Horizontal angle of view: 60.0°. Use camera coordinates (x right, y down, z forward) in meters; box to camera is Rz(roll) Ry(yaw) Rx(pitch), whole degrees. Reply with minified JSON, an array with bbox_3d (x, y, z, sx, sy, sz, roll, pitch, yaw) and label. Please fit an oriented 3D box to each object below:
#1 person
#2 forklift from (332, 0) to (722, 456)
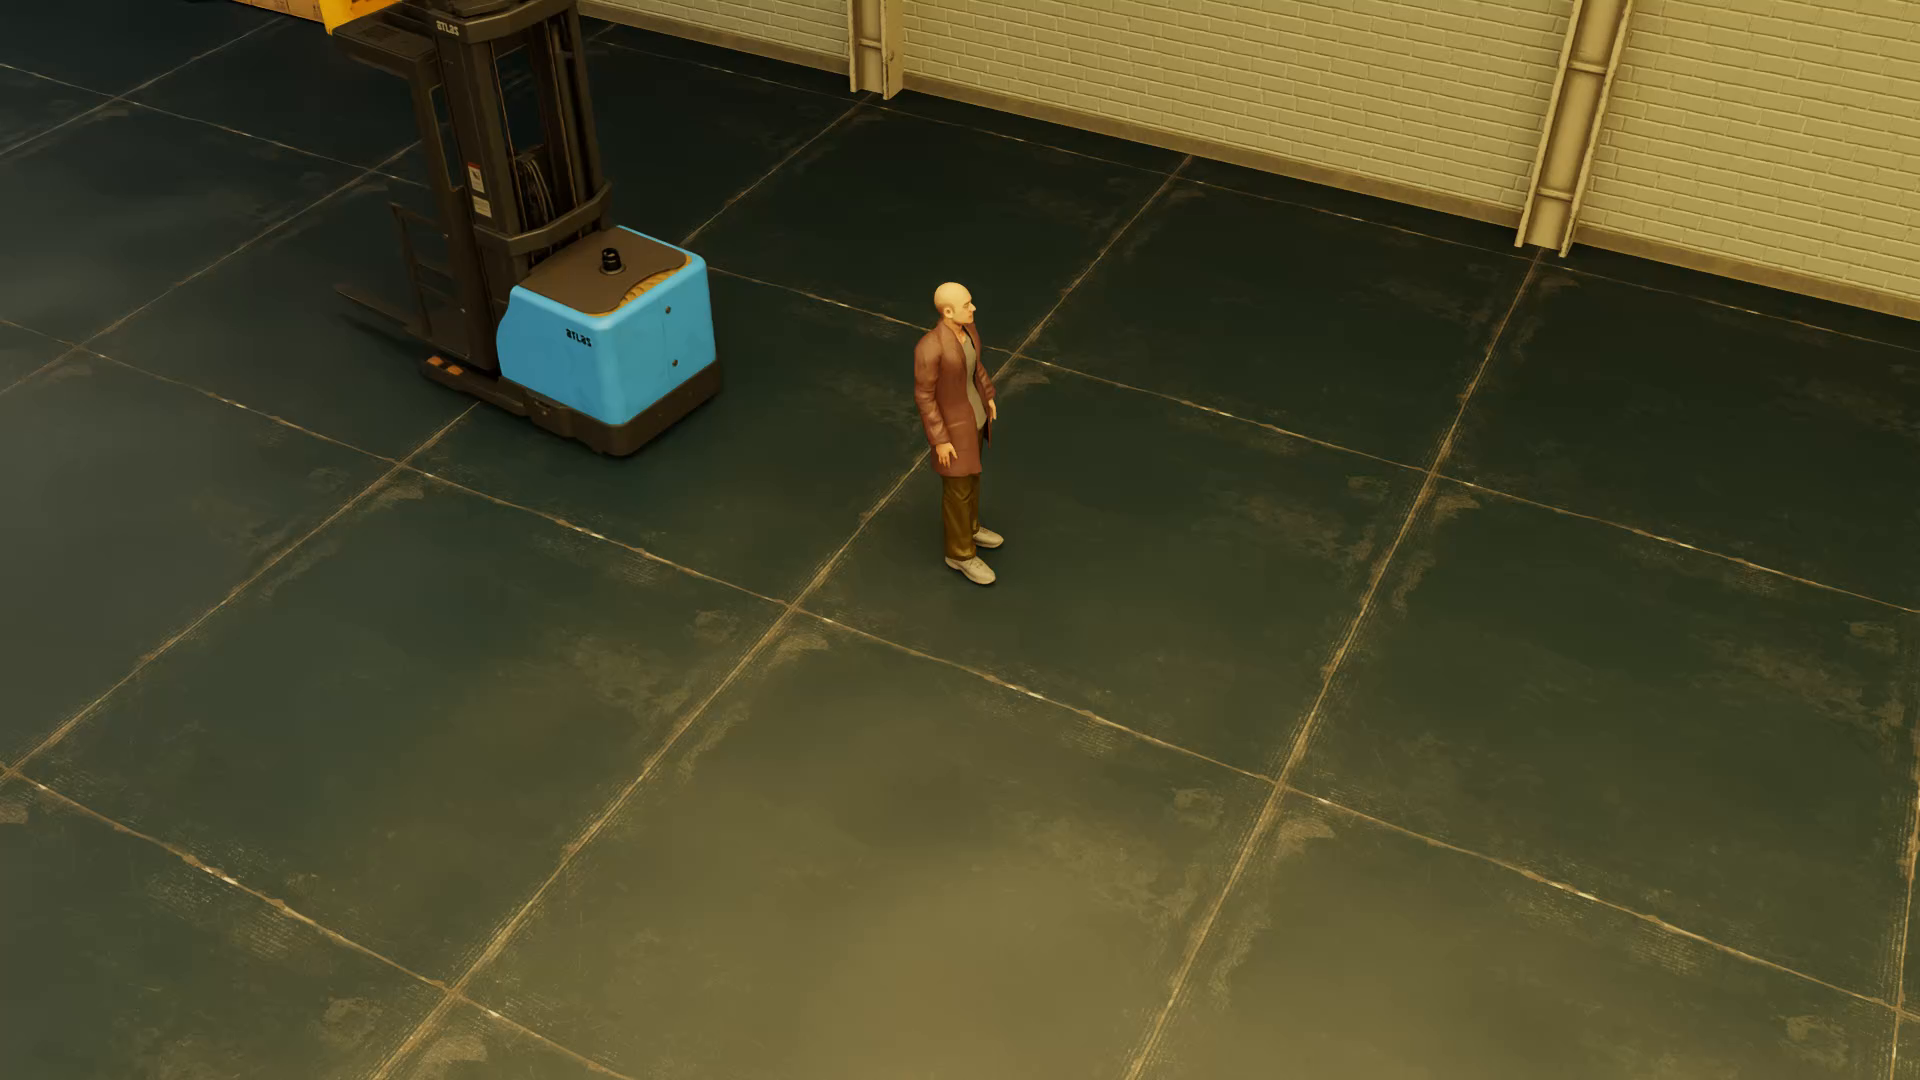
[{"bbox_3d":[0.080,-0.651,9.653,0.579,1.765,0.698,18,43,21],"label":"person"},{"bbox_3d":[-3.135,-2.414,10.853,3.031,2.935,1.130,24,46,26],"label":"forklift"}]
